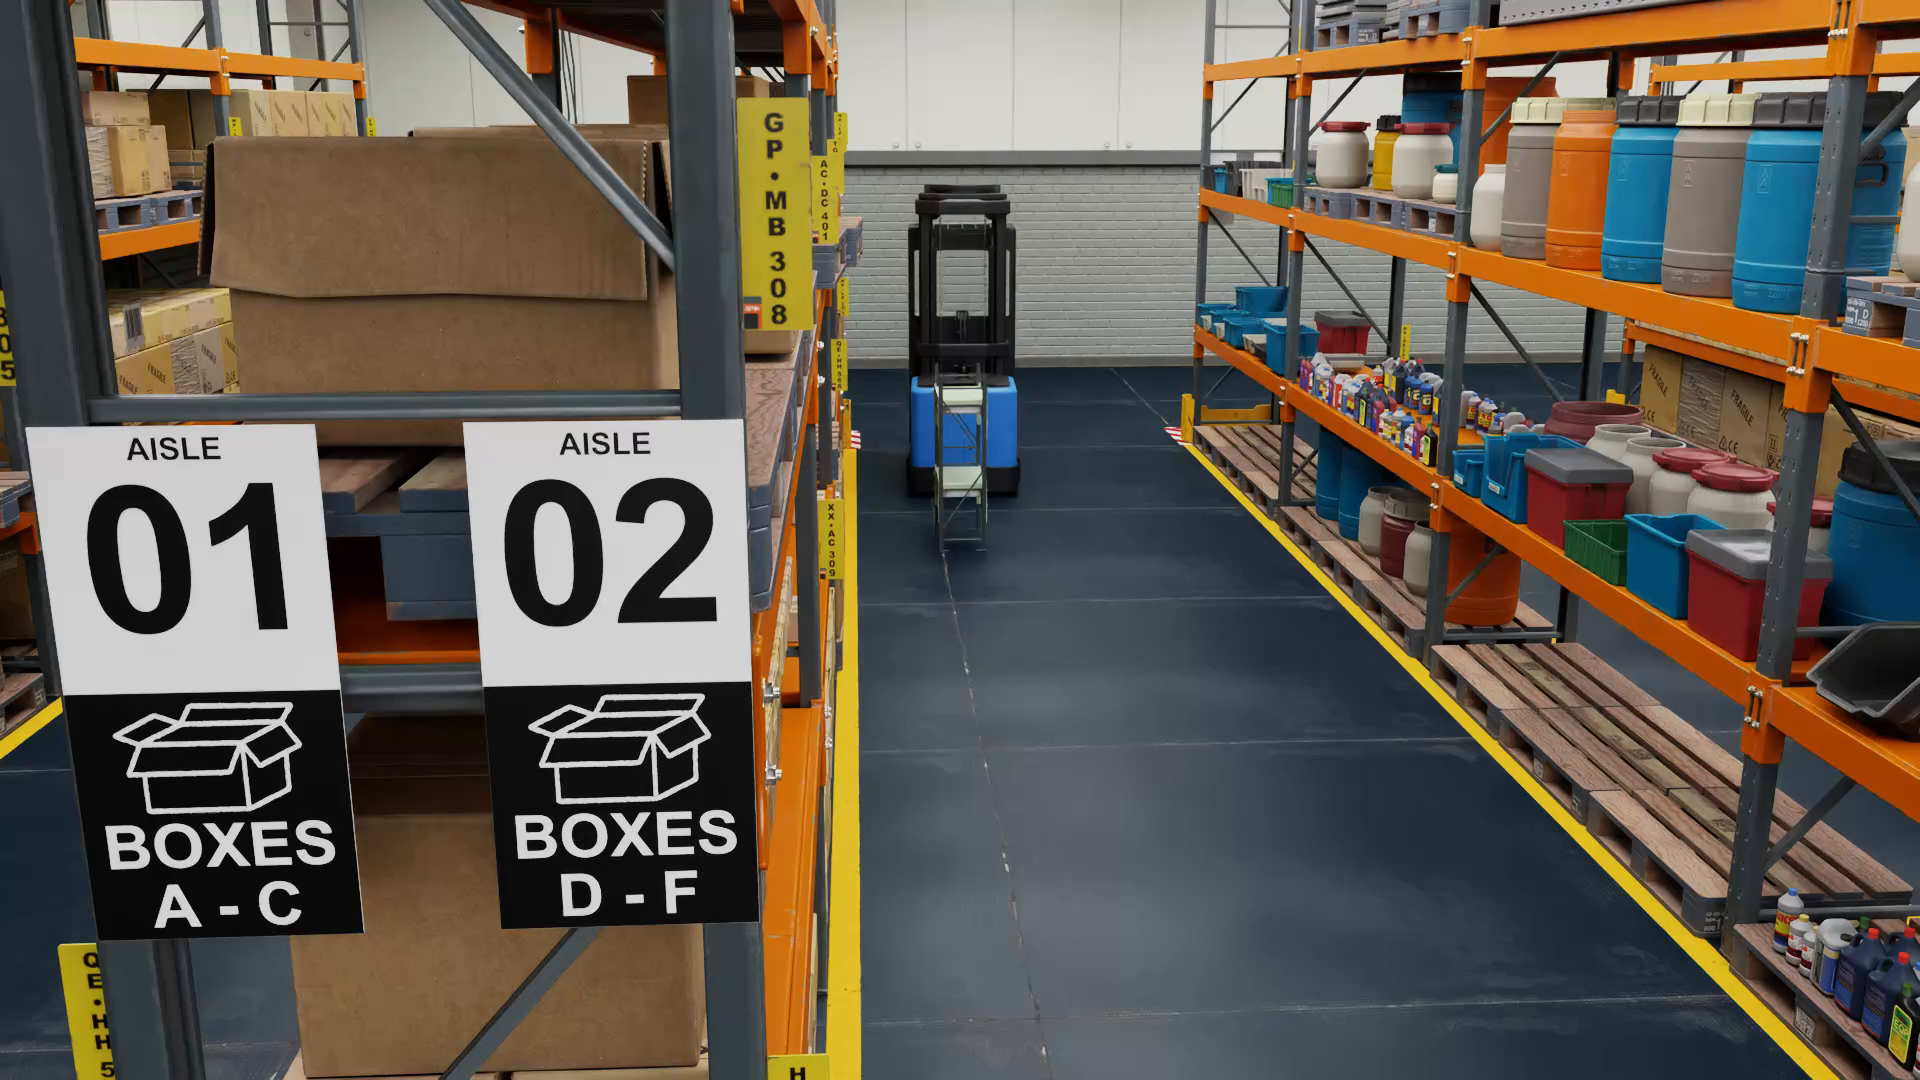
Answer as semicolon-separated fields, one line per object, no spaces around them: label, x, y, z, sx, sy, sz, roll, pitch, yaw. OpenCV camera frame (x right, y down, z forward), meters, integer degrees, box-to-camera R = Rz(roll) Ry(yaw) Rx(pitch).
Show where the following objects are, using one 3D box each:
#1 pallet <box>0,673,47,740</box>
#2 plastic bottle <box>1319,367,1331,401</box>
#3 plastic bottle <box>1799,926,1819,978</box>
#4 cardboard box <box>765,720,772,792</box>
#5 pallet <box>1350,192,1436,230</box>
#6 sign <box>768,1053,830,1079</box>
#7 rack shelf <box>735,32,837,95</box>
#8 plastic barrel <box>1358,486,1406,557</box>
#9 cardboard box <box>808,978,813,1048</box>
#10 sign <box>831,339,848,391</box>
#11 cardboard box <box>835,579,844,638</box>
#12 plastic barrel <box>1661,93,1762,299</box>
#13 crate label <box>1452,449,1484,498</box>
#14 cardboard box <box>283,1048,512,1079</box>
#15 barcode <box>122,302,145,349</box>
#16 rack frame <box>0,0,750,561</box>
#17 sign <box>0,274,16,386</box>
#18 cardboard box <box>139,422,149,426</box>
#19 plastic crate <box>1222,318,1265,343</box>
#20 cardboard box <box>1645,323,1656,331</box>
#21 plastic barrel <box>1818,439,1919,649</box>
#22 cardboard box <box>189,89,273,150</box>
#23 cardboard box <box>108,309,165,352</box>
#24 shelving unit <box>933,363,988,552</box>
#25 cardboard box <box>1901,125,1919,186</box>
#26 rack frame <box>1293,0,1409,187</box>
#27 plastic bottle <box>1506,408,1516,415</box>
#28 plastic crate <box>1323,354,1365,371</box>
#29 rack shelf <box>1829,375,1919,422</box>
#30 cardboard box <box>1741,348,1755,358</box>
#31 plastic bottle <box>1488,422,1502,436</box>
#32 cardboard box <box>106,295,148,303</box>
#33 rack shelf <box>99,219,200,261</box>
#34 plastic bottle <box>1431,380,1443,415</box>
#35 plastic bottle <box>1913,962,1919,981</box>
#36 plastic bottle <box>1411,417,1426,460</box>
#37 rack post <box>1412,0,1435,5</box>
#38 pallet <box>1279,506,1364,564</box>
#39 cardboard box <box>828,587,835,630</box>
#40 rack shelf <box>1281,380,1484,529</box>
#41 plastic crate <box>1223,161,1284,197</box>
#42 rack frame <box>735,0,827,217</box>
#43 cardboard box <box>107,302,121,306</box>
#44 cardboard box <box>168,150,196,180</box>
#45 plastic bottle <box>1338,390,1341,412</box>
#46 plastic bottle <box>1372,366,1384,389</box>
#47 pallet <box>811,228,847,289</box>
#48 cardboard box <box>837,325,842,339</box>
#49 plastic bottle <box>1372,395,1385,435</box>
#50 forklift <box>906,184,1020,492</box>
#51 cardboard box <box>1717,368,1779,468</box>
pallet;-6.209;1.092;9.857;1.003;0.211;1.213;-1;14;-3
plastic bottle;3.035;-1.297;13.805;0.097;0.271;0.097;0;14;0
plastic bottle;3.474;1.668;6.756;0.097;0.201;0.097;0;14;0
cardboard box;-0.720;0.614;4.618;0.380;0.149;0.250;-1;14;-3
pallet;3.603;-2.486;12.528;1.003;0.211;1.213;-1;14;-3
sign;-0.262;0.995;2.743;0.100;0.325;0.005;-1;14;-3
rack shelf;-1.436;-3.391;11.891;1.077;0.370;4.000;-1;14;-3
plastic barrel;3.390;-0.145;13.221;0.421;0.512;0.421;0;14;0
cardboard box;-0.797;1.830;6.071;0.500;0.250;0.500;-1;14;-3
sign;-0.759;-1.100;10.458;0.100;0.325;0.005;-1;14;-3
cardboard box;-1.055;0.350;11.280;0.500;0.500;0.500;0;14;-1
plastic barrel;3.591;-1.592;7.668;0.600;0.901;0.600;0;14;0
crate label;3.284;-0.414;10.451;0.303;0.233;0.416;-1;14;-3
cardboard box;-1.031;1.005;3.098;0.380;0.149;0.250;-1;14;-4
barcode;-1.317;-0.342;2.650;0.001;0.075;0.075;-1;14;-3
rack frame;-0.817;-1.446;2.086;1.000;3.000;0.127;-1;14;-3
sign;-1.359;-0.379;2.340;0.100;0.325;0.005;-1;14;-3
cardboard box;-6.151;-0.807;12.108;0.380;0.149;0.250;-1;14;-3
plastic crate;2.904;-2.149;17.075;0.416;0.233;0.300;-1;14;-3
cardboard box;7.789;-2.393;18.310;0.380;0.149;0.250;-1;14;-4
plastic barrel;4.158;0.046;7.323;0.600;0.901;0.708;-1;14;-3
cardboard box;-6.268;-3.624;14.324;0.500;0.500;0.500;-1;14;-4
cardboard box;-6.134;-1.520;12.070;0.500;0.250;0.500;-1;14;-5
shelving unit;0.000;-0.725;14.333;0.431;1.500;0.755;-1;14;-3
cardboard box;8.373;-3.237;14.025;0.700;0.500;0.500;-1;14;-2
rack frame;3.384;-4.506;13.979;1.000;3.000;0.127;-1;14;-3
plastic bottle;3.936;-0.811;11.891;0.061;0.283;0.133;-1;14;-3
plastic crate;3.498;-1.620;15.210;0.396;0.136;0.243;-1;14;-3
rack shelf;8.451;-0.831;13.180;1.077;0.370;4.000;-1;14;-3
cardboard box;7.917;-1.882;16.325;0.380;0.149;0.250;-1;14;-2
plastic bottle;3.776;-0.730;11.744;0.097;0.201;0.097;0;14;0
cardboard box;-6.697;-1.764;13.021;0.500;0.250;0.500;-1;14;-3
rack shelf;-6.380;-2.054;11.914;1.077;0.370;4.000;-1;14;-3
plastic bottle;3.808;-1.140;13.185;0.152;0.276;0.135;-1;14;-3
plastic bottle;3.645;1.739;6.341;0.097;0.271;0.097;0;14;0
plastic bottle;3.167;-0.700;11.463;0.061;0.283;0.133;-1;14;-3
rack post;3.546;-3.654;10.820;0.954;0.300;0.937;-1;14;-3
pallet;3.390;-0.057;14.325;1.003;0.211;1.213;-1;14;-3
cardboard box;-1.034;0.453;10.295;0.500;0.311;0.500;-1;14;-2
rack shelf;3.508;-0.754;12.883;1.077;0.370;4.000;-1;14;-3
plastic crate;2.956;-3.634;16.733;0.504;0.338;0.767;-1;14;-3
rack frame;-1.312;-3.435;9.819;1.000;3.000;0.127;-1;14;-3
cardboard box;-6.660;-1.640;12.537;0.500;0.250;0.500;-1;14;-5
cardboard box;-6.781;-3.246;14.359;0.500;0.250;0.500;-1;14;-3
plastic bottle;3.070;-1.124;13.272;0.097;0.201;0.097;0;14;0
plastic bottle;3.608;-1.404;14.364;0.097;0.201;0.097;0;14;0
pallet;-1.109;-1.446;8.485;1.003;0.211;1.213;0;14;-1
cardboard box;-1.320;-1.704;14.929;0.500;0.500;0.500;-1;14;-2
plastic bottle;3.110;-0.927;12.345;0.061;0.283;0.133;-1;14;-3
forklift;0.015;-2.192;17.164;1.130;2.935;3.031;0;14;-1
cardboard box;8.311;-1.240;16.749;0.875;0.875;0.875;-1;14;-3
